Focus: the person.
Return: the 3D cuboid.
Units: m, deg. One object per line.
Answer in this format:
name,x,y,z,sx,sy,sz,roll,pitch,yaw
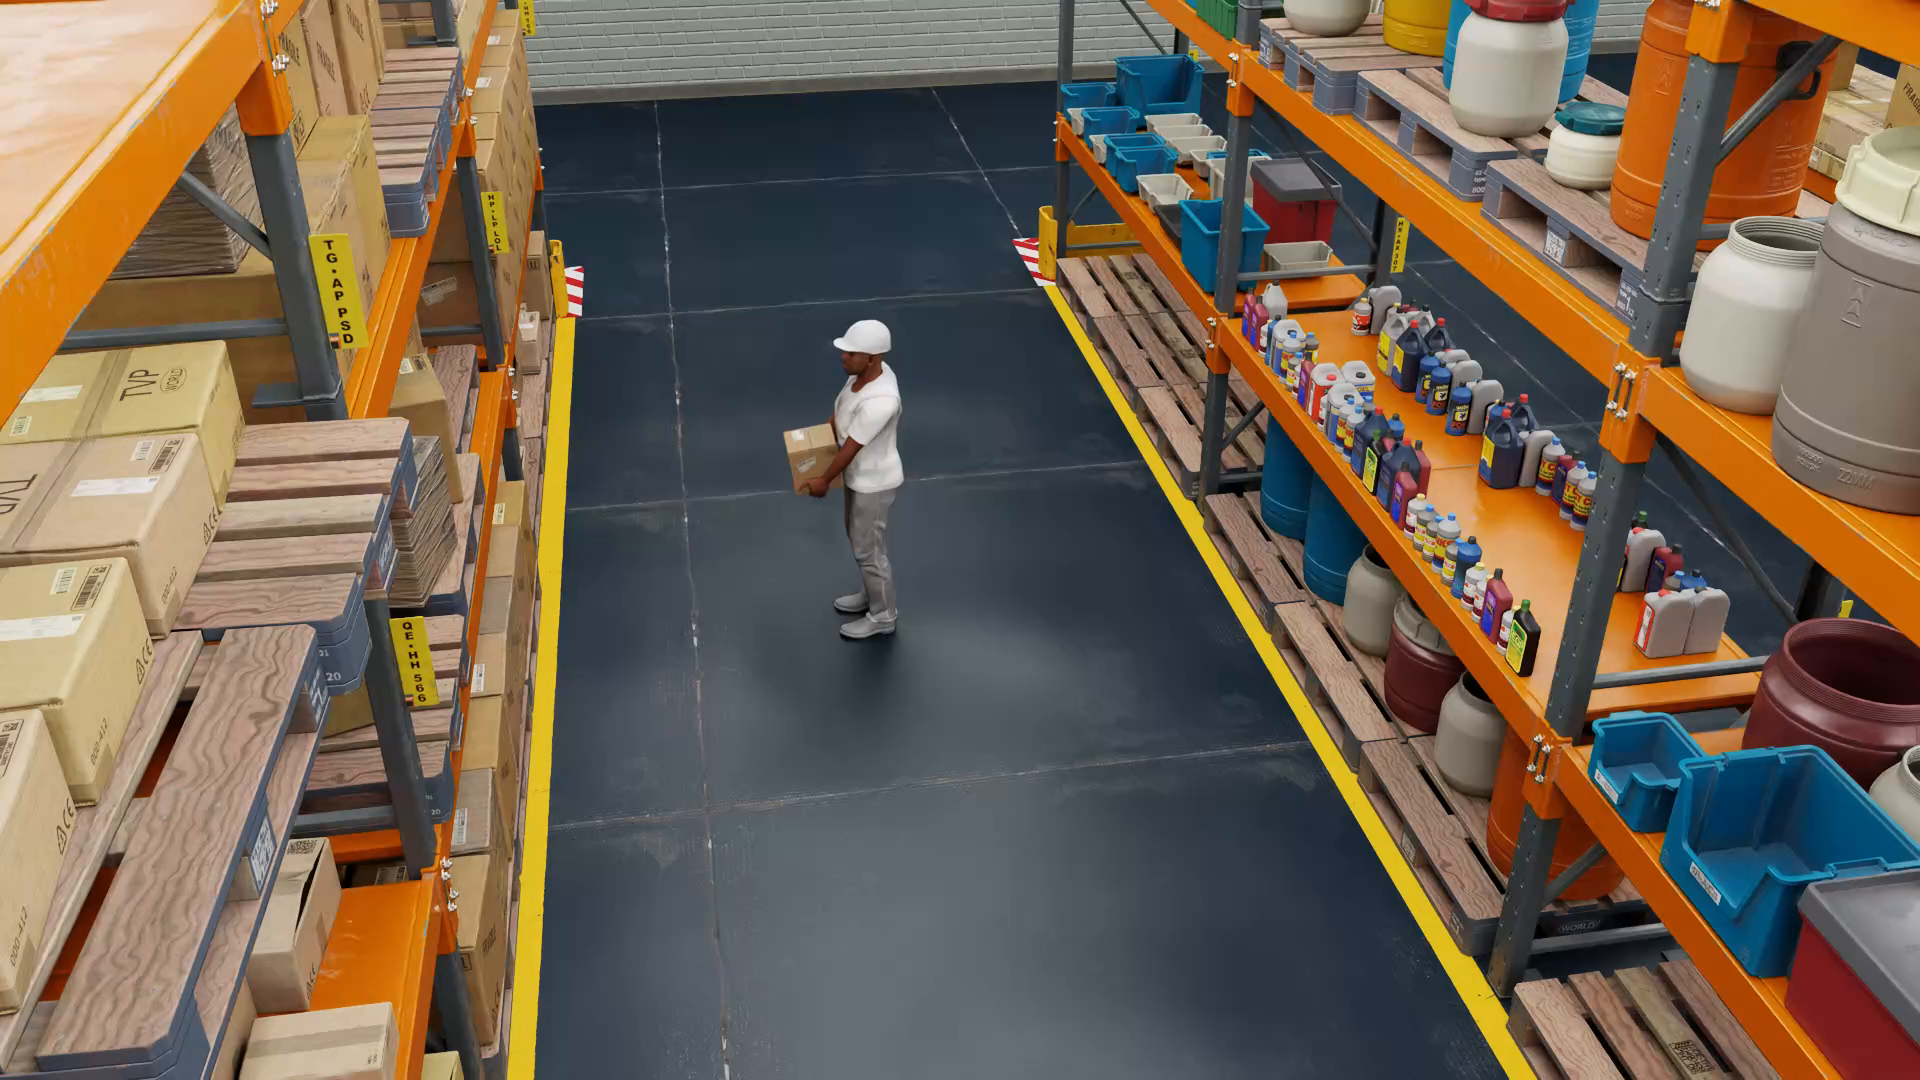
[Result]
person,-0.577,-0.312,8.644,0.558,1.763,0.505,-5,31,-9
